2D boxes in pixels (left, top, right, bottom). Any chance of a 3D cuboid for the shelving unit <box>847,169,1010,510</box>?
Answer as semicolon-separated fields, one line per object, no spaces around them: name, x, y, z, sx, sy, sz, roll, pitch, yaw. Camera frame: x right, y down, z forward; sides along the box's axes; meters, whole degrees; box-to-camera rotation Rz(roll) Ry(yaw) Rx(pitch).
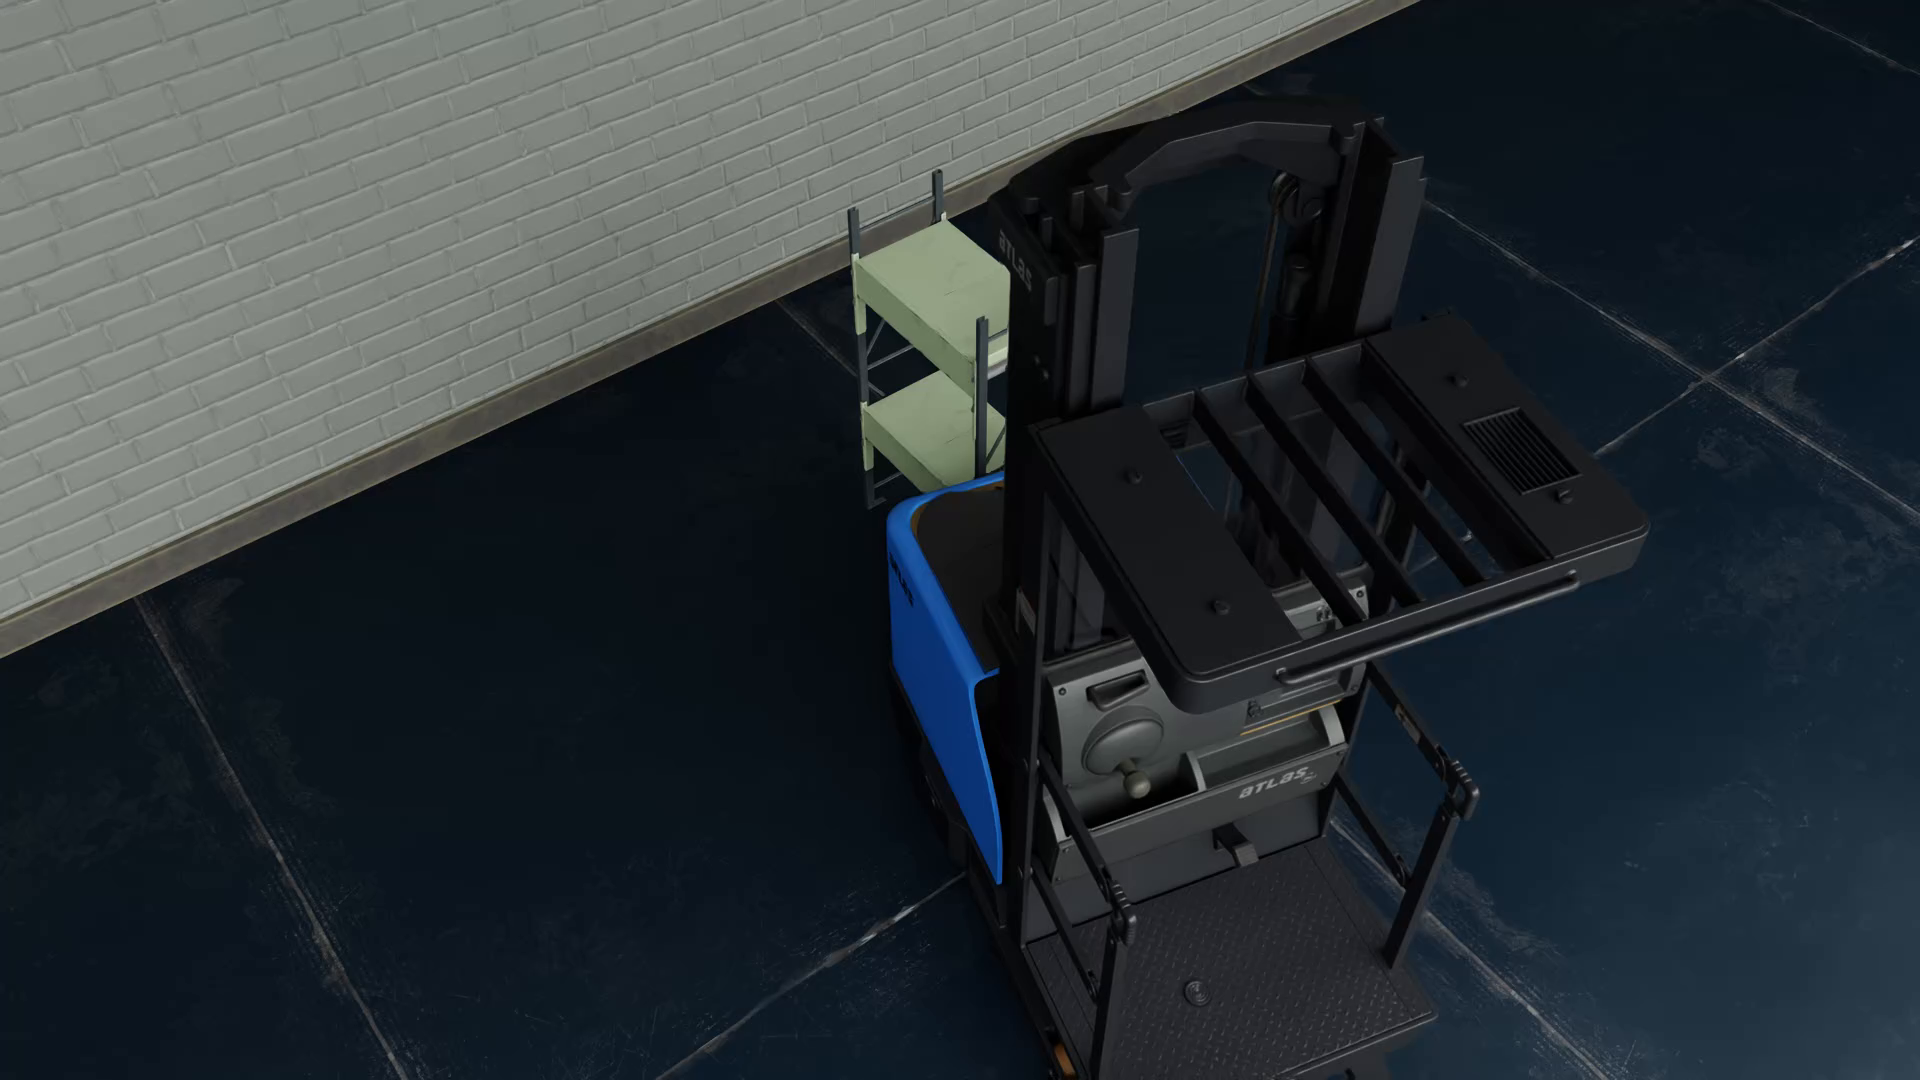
shelving unit;-0.004;-0.508;6.197;0.431;1.500;0.755;-29;54;-24

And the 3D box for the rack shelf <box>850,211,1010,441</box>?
rack shelf;-0.004;-0.770;5.908;0.431;0.370;0.720;-29;54;-24

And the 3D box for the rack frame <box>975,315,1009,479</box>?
rack frame;0.218;-0.292;6.001;0.400;1.500;0.023;-29;54;-24

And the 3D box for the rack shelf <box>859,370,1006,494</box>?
rack shelf;-0.004;-0.289;6.438;0.431;0.370;0.720;-29;54;-24

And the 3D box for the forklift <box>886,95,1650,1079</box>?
forklift;0.762;0.501;4.317;1.130;2.935;3.031;-17;50;-15

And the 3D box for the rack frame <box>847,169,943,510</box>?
rack frame;-0.226;-0.723;6.392;0.400;1.500;0.023;-29;54;-24
